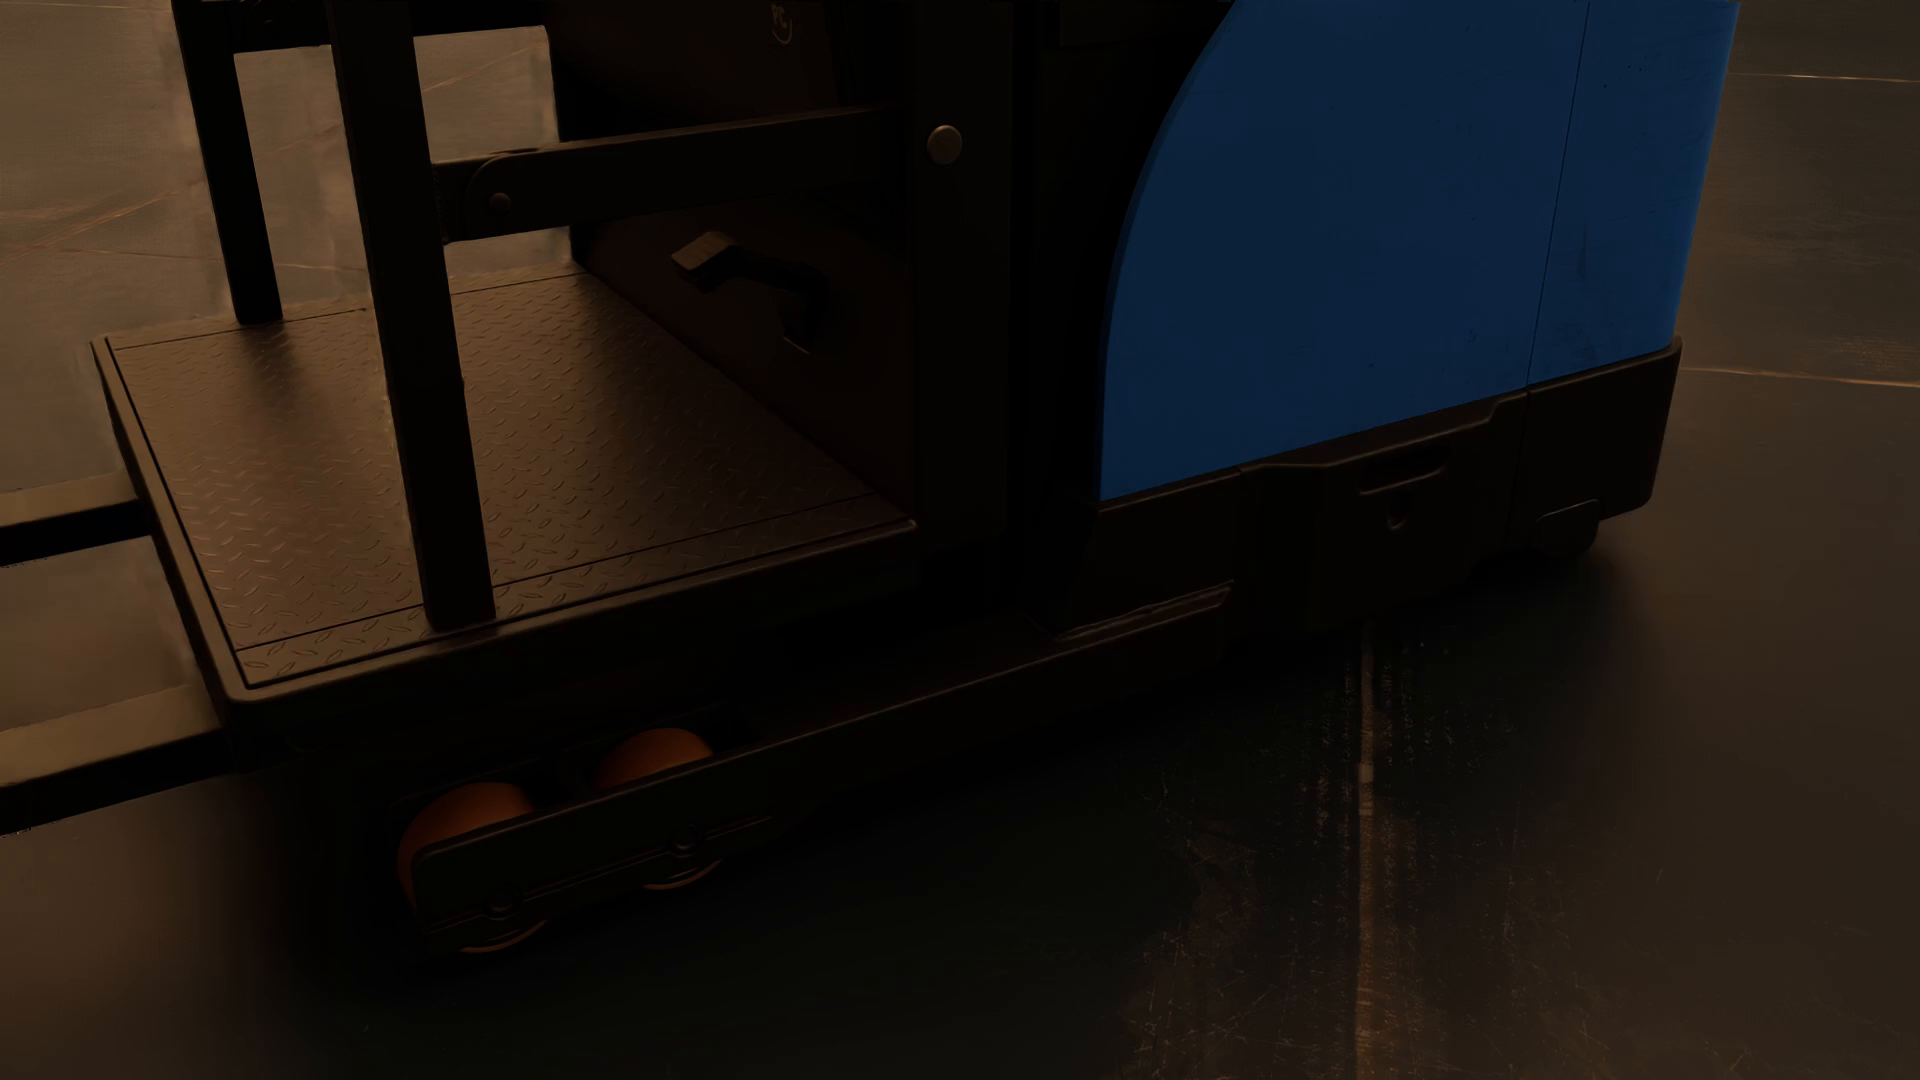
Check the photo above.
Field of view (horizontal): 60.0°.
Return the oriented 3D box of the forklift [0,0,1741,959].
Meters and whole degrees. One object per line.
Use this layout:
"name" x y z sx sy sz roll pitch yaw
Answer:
"forklift" -0.493 -1.166 1.557 3.031 2.935 1.130 -15 30 -27
